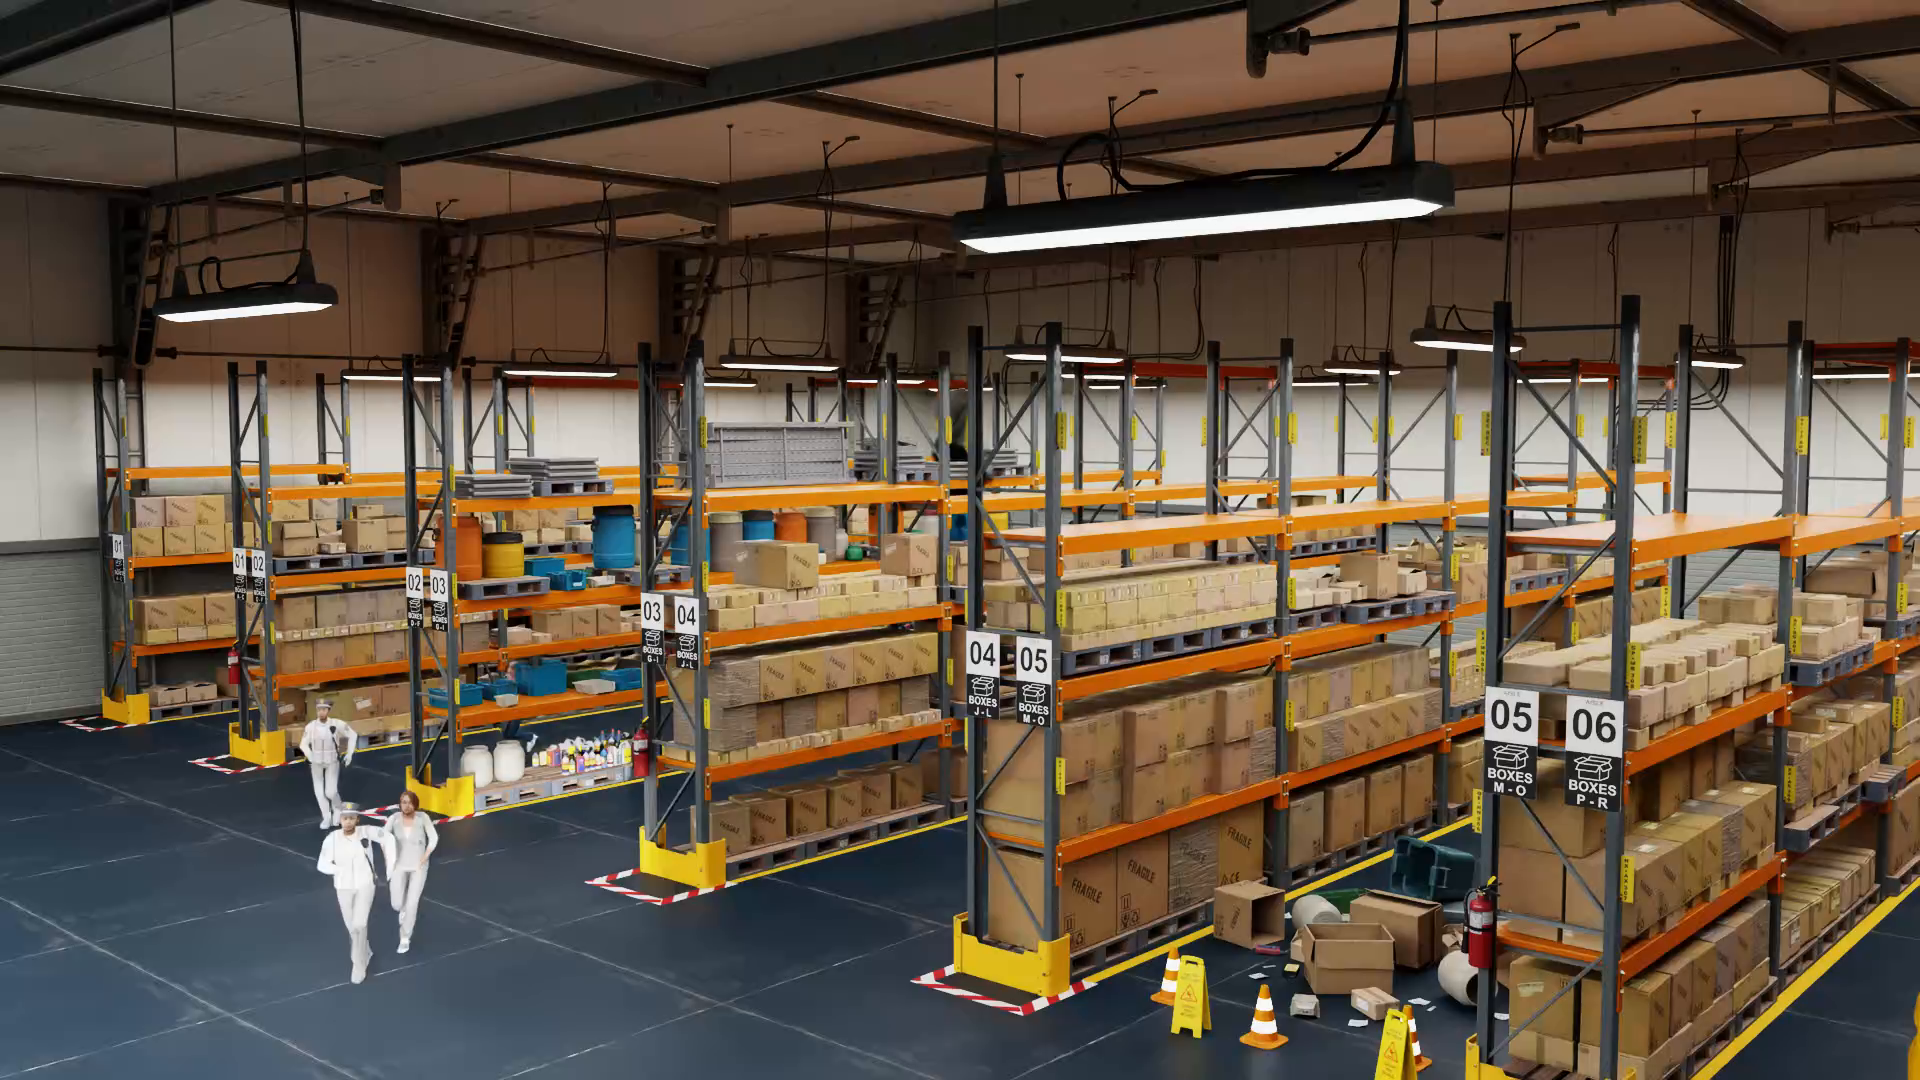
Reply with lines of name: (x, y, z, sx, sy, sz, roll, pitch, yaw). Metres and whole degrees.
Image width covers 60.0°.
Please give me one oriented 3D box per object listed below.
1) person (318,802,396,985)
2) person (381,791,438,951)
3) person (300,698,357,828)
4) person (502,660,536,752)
person: (-5.533, 3.200, 15.270, 0.641, 1.685, 0.793, -1, 4, -10)
person: (-5.382, 3.203, 16.252, 0.554, 1.559, 0.535, -1, 4, -14)
person: (-7.923, 2.798, 20.809, 0.651, 1.658, 0.586, -1, 4, -8)
person: (-6.625, 2.570, 24.875, 0.540, 1.562, 0.552, 2, 5, 29)
